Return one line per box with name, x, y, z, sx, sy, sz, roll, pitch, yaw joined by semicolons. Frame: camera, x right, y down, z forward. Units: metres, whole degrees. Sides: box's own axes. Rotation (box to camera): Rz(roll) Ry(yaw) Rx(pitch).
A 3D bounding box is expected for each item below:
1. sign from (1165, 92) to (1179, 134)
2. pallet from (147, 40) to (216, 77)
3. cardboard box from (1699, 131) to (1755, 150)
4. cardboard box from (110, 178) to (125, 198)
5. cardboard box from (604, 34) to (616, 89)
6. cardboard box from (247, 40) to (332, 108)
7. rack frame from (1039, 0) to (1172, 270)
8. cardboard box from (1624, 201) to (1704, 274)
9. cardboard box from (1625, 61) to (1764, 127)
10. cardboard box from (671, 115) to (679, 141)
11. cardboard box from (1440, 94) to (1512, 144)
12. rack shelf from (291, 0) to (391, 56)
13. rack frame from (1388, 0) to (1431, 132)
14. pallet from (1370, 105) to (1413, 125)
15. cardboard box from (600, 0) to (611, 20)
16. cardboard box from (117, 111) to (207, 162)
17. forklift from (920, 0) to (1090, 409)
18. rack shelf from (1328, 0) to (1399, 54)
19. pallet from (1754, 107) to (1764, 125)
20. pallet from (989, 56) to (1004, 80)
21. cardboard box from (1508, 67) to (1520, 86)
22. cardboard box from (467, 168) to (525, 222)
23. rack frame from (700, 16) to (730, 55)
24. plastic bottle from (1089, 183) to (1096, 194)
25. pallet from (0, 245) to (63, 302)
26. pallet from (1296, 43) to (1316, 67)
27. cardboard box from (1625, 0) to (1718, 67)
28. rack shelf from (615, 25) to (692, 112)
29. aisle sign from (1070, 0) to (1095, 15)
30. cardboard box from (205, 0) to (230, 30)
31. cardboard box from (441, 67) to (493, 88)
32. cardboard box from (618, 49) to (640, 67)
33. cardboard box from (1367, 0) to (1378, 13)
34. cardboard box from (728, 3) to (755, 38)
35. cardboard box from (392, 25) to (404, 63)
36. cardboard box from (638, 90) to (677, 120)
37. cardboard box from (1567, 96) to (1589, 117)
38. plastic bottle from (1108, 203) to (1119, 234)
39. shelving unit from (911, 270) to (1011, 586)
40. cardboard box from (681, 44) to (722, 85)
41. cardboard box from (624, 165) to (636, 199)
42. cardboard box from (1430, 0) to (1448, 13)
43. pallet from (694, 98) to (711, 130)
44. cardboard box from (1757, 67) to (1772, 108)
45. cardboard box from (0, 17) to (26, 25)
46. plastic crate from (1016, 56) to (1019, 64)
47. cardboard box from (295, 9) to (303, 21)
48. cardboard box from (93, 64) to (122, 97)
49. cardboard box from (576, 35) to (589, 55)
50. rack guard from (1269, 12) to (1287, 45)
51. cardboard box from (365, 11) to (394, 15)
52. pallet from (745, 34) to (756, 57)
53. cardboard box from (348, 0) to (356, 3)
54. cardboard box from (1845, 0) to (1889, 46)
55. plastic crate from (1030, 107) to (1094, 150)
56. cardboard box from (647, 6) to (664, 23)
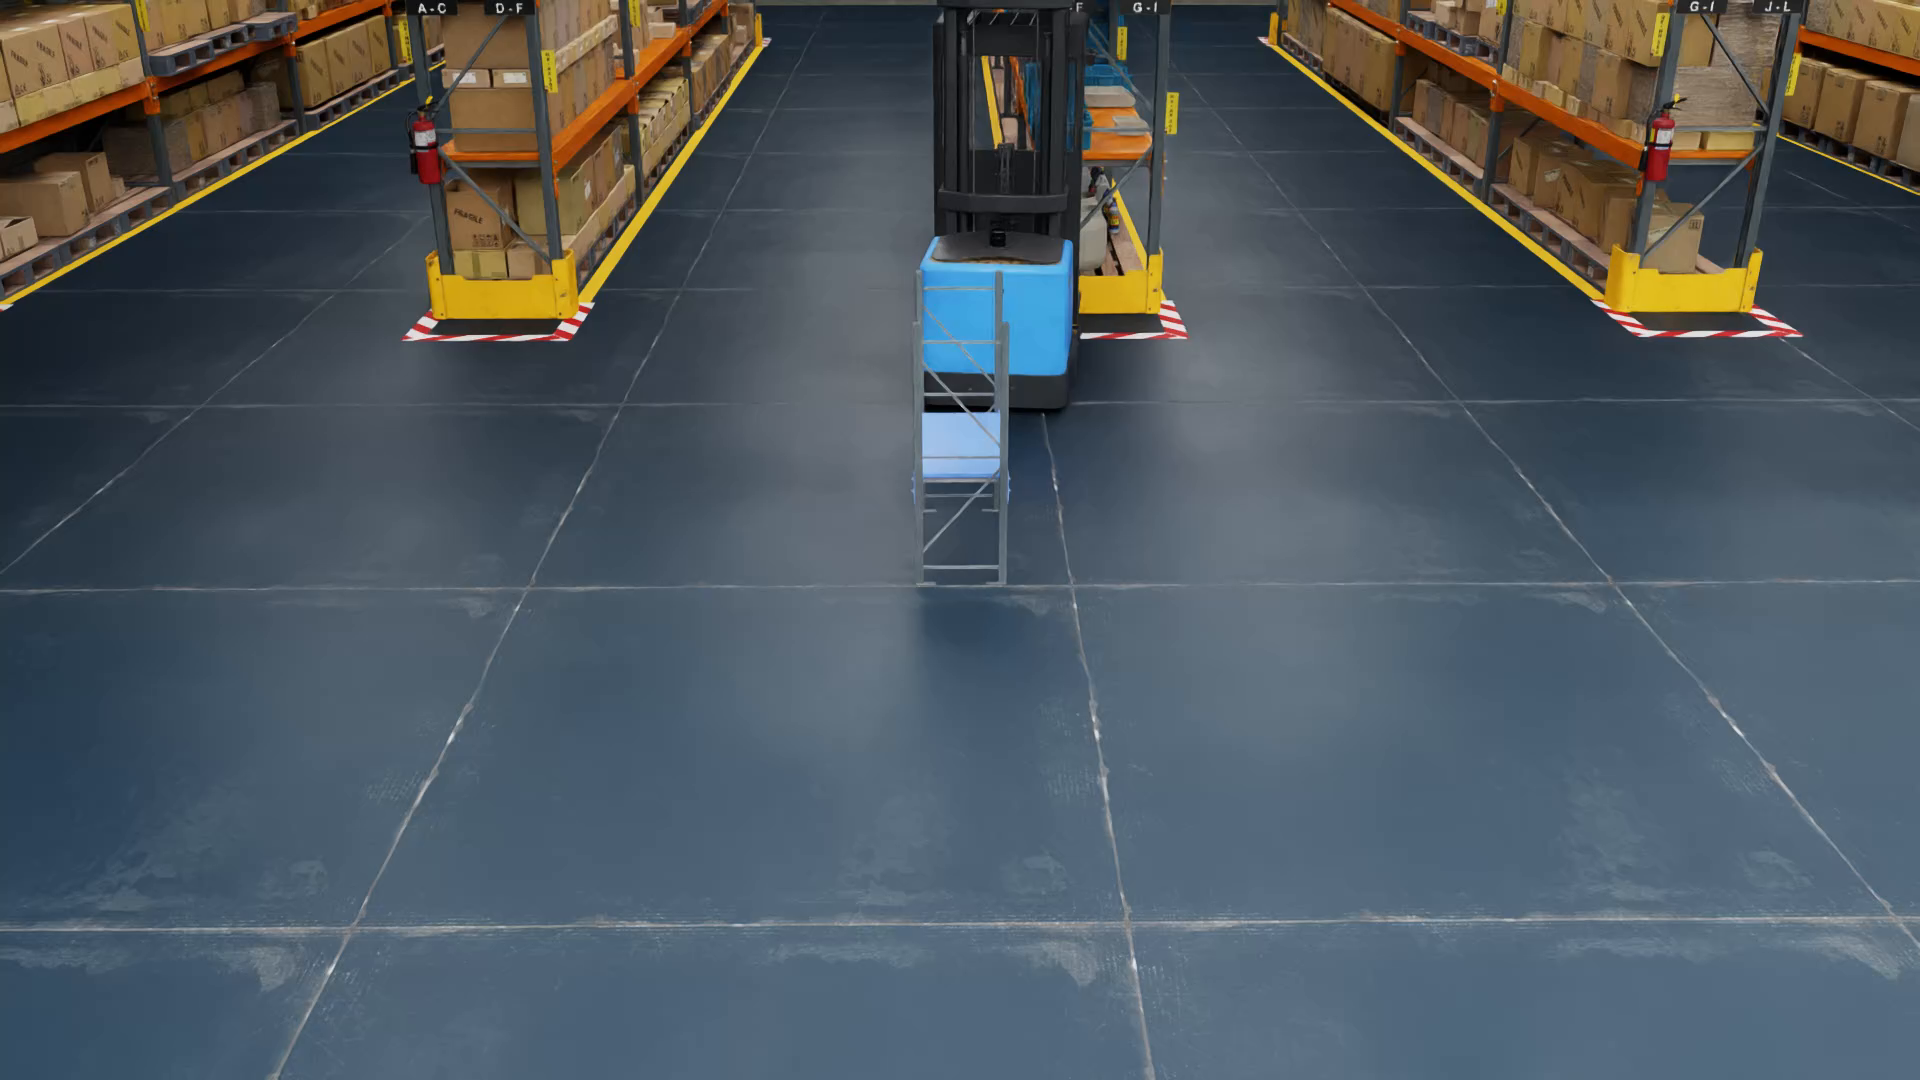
sign;1.697;-3.429;13.356;0.100;0.325;0.005;0;24;-1
pallet;-8.666;-5.134;17.695;1.003;0.211;1.213;0;24;-1
cardboard box;6.335;-3.329;13.775;0.380;0.149;0.250;0;24;-1
cardboard box;-8.767;-3.595;16.964;0.380;0.166;0.250;-3;25;-7
cardboard box;-3.838;-4.793;16.586;0.700;0.500;0.500;-1;24;-2
cardboard box;-8.723;-6.070;21.630;0.750;0.750;0.750;-1;24;-1
rack frame;1.147;-3.302;13.412;1.000;3.000;0.127;0;24;-1
cardboard box;6.110;-2.635;14.459;0.500;0.500;0.500;4;25;9
cardboard box;6.121;-3.733;13.881;0.875;0.500;0.500;0;24;-1
cardboard box;-3.632;-4.881;19.730;0.500;0.250;0.500;0;24;1
cardboard box;6.072;-4.945;19.542;0.700;0.500;0.500;2;24;4
rack shelf;-8.868;-7.051;22.573;1.077;0.370;4.000;0;24;-1
rack frame;6.013;-6.621;20.750;1.000;3.000;0.127;0;24;-1
pallet;6.079;-5.676;22.044;1.003;0.211;1.213;0;24;-1
cardboard box;-3.838;-5.384;16.318;0.700;0.500;0.500;0;24;0
cardboard box;-8.883;-4.484;18.523;0.700;0.500;0.500;-1;24;-2
forklift;0.378;-2.823;12.436;1.130;2.935;3.031;2;24;5
rack shelf;5.991;-7.118;22.720;1.077;0.370;4.000;0;24;-1
pallet;10.966;-5.653;21.994;1.003;0.211;1.213;0;24;-1
pallet;0.970;-7.280;25.589;1.003;0.211;1.213;0;24;-1
cardboard box;5.748;-4.666;16.730;0.380;0.149;0.250;0;24;-1
cardboard box;-4.135;-3.194;15.088;0.500;0.500;0.500;0;24;-1
rack frame;-3.937;-8.227;24.299;1.000;3.000;0.127;0;24;-1
plastic bottle;1.296;-3.370;16.323;0.061;0.283;0.133;0;24;-1
pallet;-8.734;-2.354;14.698;1.003;0.211;1.213;0;24;-1
pallet;6.023;-7.817;26.777;1.003;0.211;1.213;0;24;-1
cardboard box;5.847;-4.187;13.672;0.500;0.500;0.500;0;24;-1
rack shelf;-3.871;-5.426;18.981;1.077;0.370;4.000;0;24;-1
aisle sign;0.851;-4.456;12.808;0.394;0.787;0.004;0;24;-1
cardboard box;-8.796;-6.094;18.928;0.700;0.500;0.500;0;24;-1
cardboard box;-4.001;-3.779;13.558;0.380;0.149;0.250;-1;24;-1
cardboard box;-3.655;-5.182;17.872;0.380;0.149;0.250;0;24;-1
cardboard box;5.751;-7.288;22.104;0.500;0.500;0.500;-1;24;-2
cardboard box;-3.728;-8.713;27.875;0.500;0.500;0.500;0;24;-1
cardboard box;-8.796;-7.564;25.357;0.700;0.500;0.500;0;24;0
cardboard box;-3.626;-5.135;19.611;0.500;0.311;0.500;0;24;-1
cardboard box;5.769;-3.944;15.136;0.380;0.149;0.250;0;24;-1
plastic bottle;1.439;-3.008;15.538;0.097;0.271;0.097;0;24;0
shelving unit;0.001;-0.648;9.363;0.538;1.500;1.048;0;24;-1
cardboard box;-3.643;-6.676;23.370;0.500;0.500;0.500;0;24;0
cardboard box;-3.626;-3.678;17.070;0.500;0.250;0.500;0;24;-1
cardboard box;6.059;-6.636;20.151;0.500;0.500;0.500;-3;25;-7
pallet;-3.863;-5.616;21.910;1.003;0.211;1.213;0;24;-1
cardboard box;10.705;-5.924;21.733;0.500;0.500;0.500;0;24;-1
cardboard box;-9.005;-4.575;15.474;0.500;0.500;0.500;0;24;1
plastic crate;0.781;-5.397;18.061;0.392;0.384;0.575;0;24;-1
cardboard box;-8.612;-6.690;21.182;0.380;0.149;0.250;0;24;0
cardboard box;-8.497;-4.448;16.102;0.500;0.250;0.500;0;24;0
cardboard box;-3.614;-4.527;15.212;0.380;0.149;0.250;1;24;1
rack guard;5.925;-8.789;28.576;1.175;0.500;0.348;0;24;-1
cardboard box;-9.004;-8.124;25.810;0.380;0.149;0.250;-1;24;-2
pallet;-3.970;-8.244;27.723;1.003;0.211;1.213;0;24;-1
cardboard box;-8.621;-7.539;23.059;0.380;0.149;0.250;0;24;-1
cardboard box;10.722;-6.044;19.352;0.500;0.500;0.500;0;24;-1
plastic crate;0.843;-3.440;13.896;0.499;0.251;0.616;0;24;-1
cardboard box;-3.933;-6.388;20.341;0.500;0.311;0.500;1;24;3
